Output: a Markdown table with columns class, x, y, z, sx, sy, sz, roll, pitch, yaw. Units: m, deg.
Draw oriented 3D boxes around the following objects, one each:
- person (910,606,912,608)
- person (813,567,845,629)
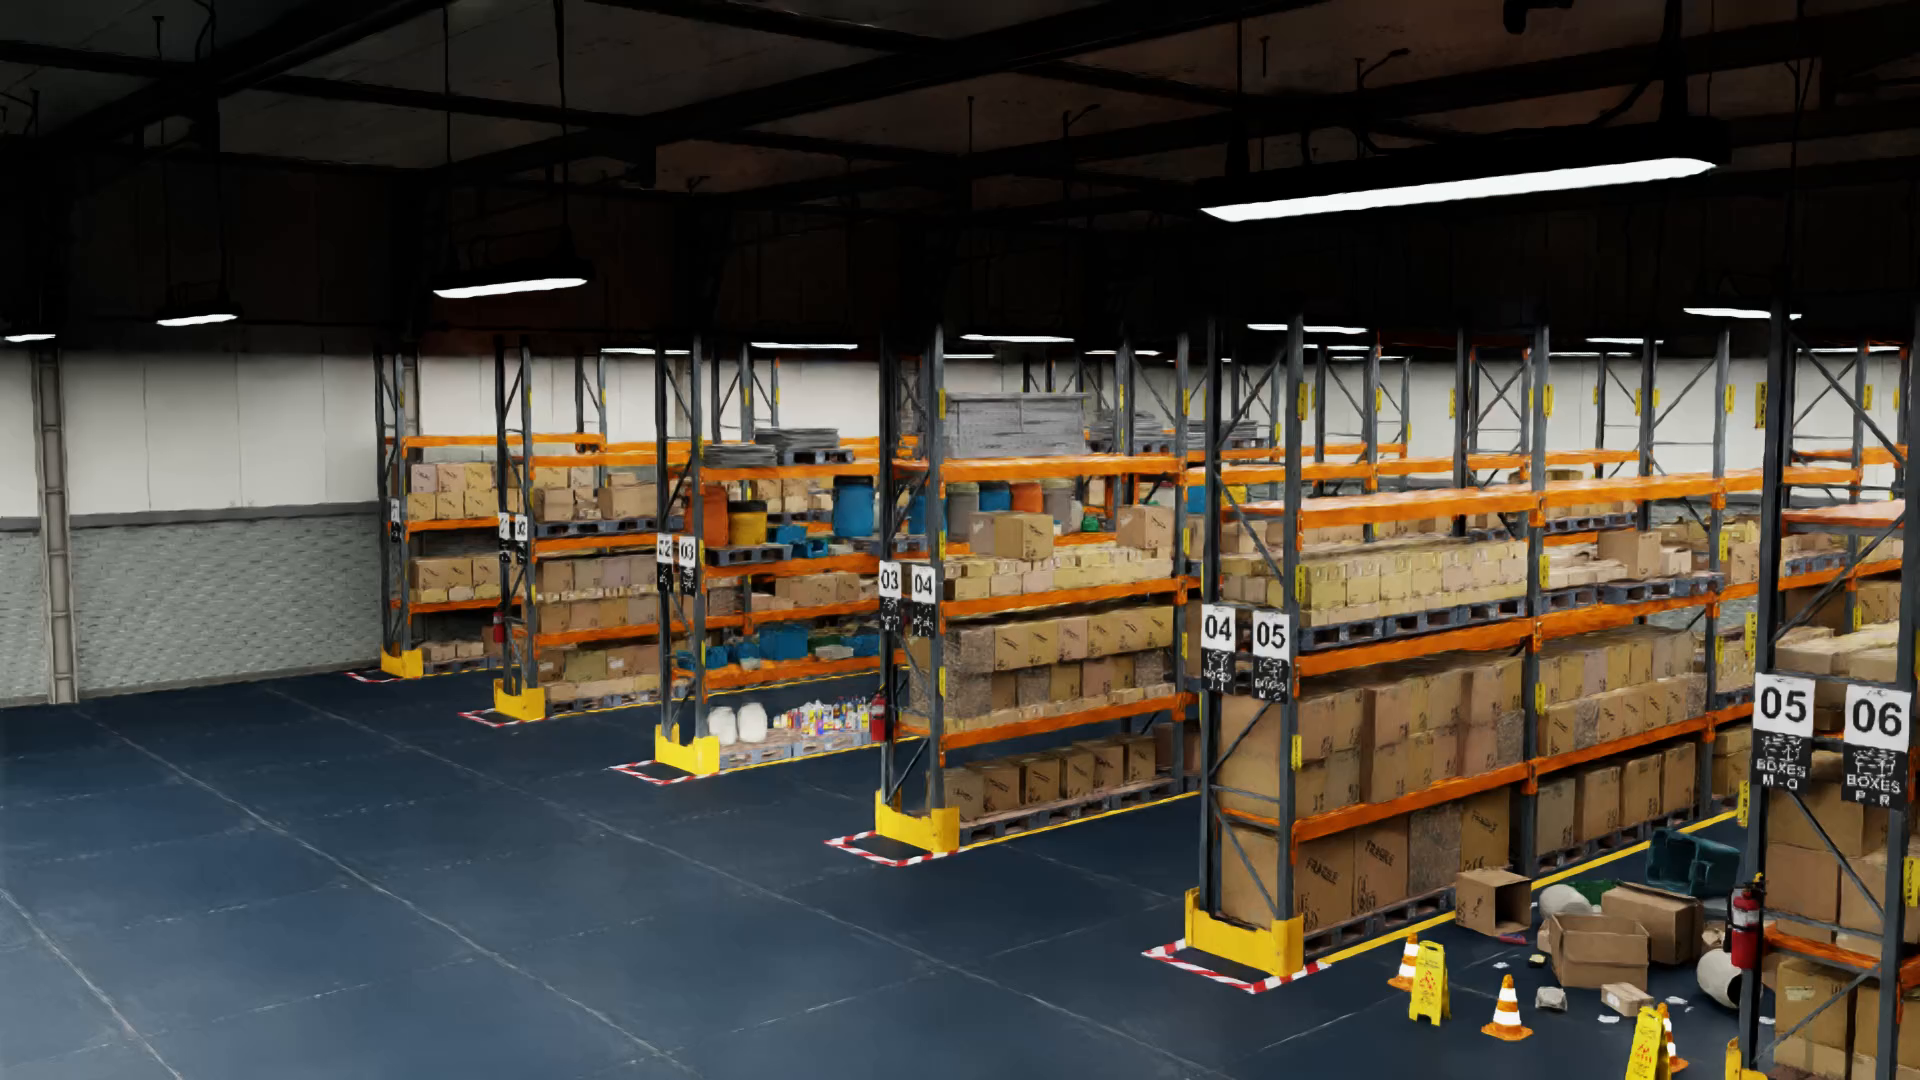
| class | x | y | z | sx | sy | sz | roll | pitch | yaw |
| --- | --- | --- | --- | --- | --- | --- | --- | --- | --- |
| person | -1.182 | 1.103 | 35.334 | 1.042 | 1.697 | 0.577 | -5 | 7 | -42 |
| person | -2.575 | 1.319 | 32.313 | 0.670 | 1.775 | 0.636 | -1 | 5 | -9 |
